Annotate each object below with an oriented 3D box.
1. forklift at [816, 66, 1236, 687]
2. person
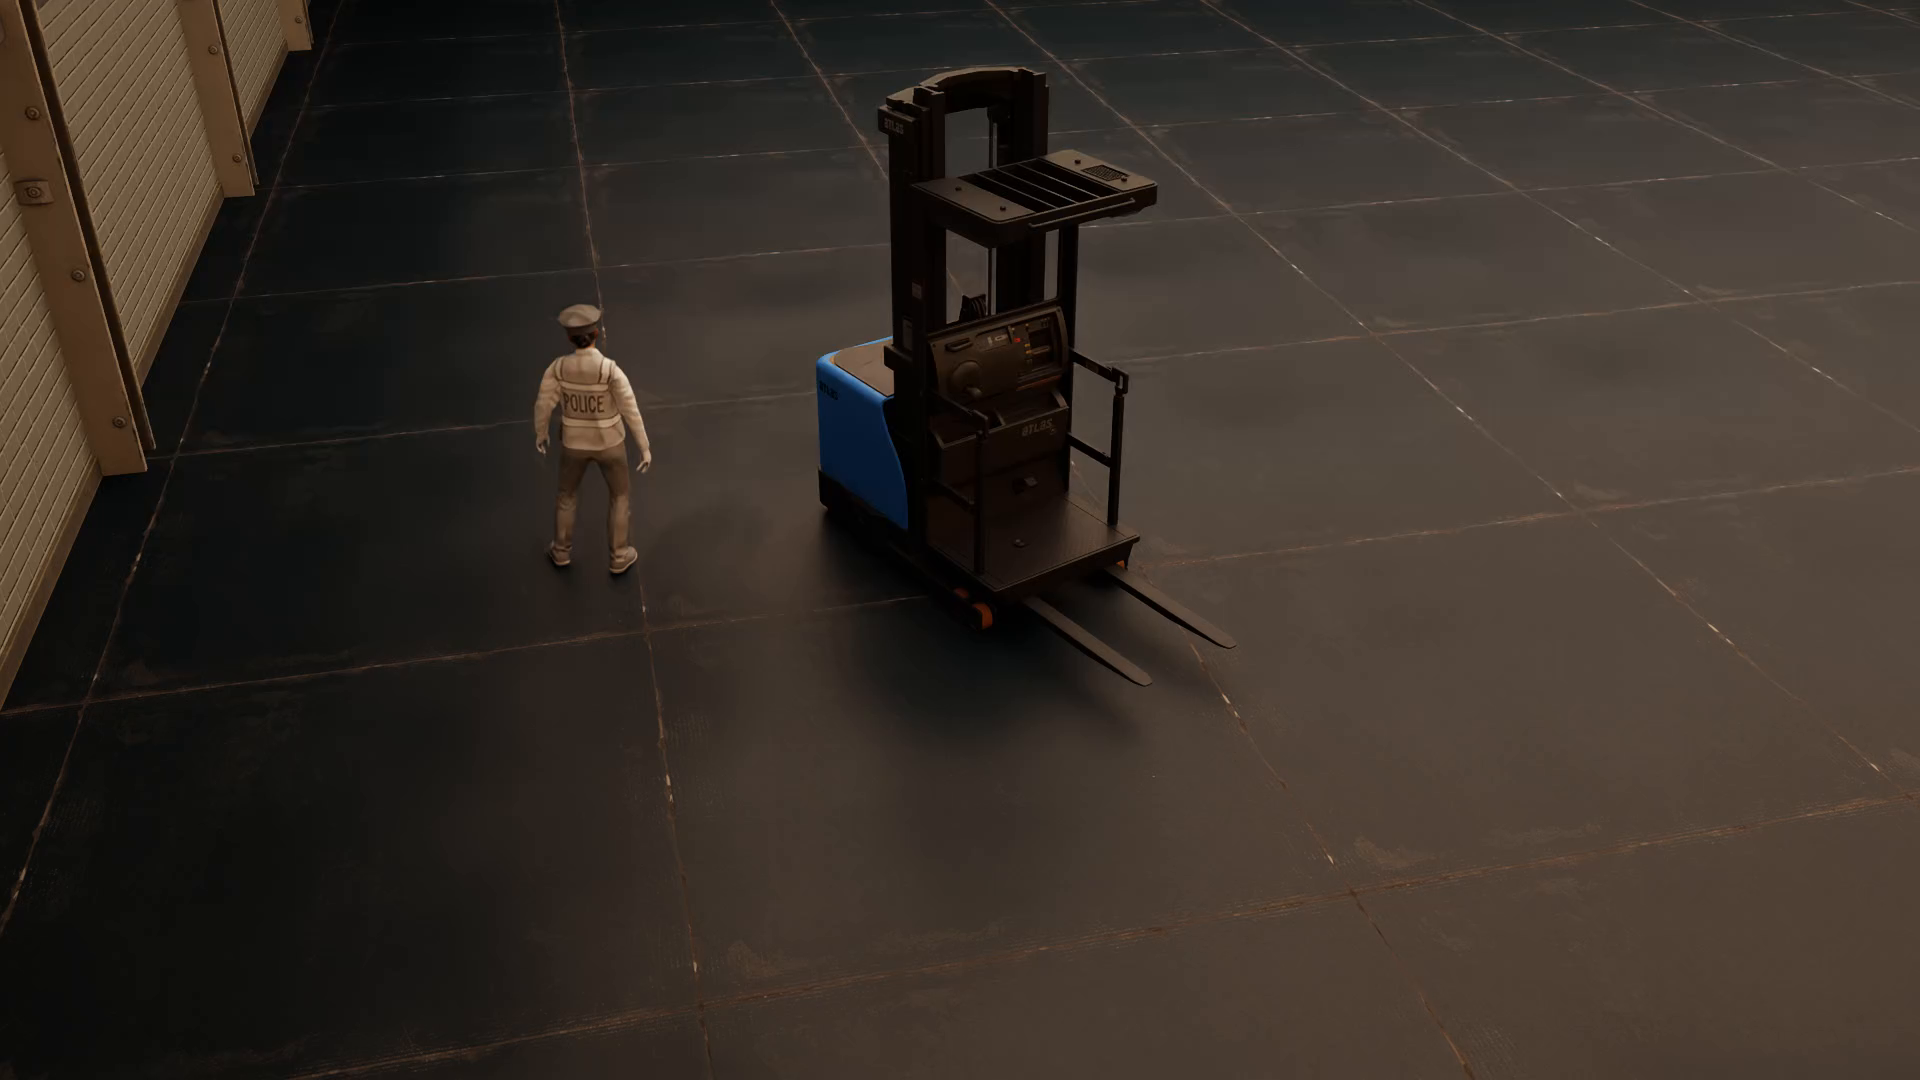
[{"bbox_3d":[0.355,-1.021,9.338,1.130,2.935,3.031,-20,35,-30],"label":"forklift"},{"bbox_3d":[-2.197,-0.576,9.863,0.734,1.642,0.364,1,30,2],"label":"person"}]
